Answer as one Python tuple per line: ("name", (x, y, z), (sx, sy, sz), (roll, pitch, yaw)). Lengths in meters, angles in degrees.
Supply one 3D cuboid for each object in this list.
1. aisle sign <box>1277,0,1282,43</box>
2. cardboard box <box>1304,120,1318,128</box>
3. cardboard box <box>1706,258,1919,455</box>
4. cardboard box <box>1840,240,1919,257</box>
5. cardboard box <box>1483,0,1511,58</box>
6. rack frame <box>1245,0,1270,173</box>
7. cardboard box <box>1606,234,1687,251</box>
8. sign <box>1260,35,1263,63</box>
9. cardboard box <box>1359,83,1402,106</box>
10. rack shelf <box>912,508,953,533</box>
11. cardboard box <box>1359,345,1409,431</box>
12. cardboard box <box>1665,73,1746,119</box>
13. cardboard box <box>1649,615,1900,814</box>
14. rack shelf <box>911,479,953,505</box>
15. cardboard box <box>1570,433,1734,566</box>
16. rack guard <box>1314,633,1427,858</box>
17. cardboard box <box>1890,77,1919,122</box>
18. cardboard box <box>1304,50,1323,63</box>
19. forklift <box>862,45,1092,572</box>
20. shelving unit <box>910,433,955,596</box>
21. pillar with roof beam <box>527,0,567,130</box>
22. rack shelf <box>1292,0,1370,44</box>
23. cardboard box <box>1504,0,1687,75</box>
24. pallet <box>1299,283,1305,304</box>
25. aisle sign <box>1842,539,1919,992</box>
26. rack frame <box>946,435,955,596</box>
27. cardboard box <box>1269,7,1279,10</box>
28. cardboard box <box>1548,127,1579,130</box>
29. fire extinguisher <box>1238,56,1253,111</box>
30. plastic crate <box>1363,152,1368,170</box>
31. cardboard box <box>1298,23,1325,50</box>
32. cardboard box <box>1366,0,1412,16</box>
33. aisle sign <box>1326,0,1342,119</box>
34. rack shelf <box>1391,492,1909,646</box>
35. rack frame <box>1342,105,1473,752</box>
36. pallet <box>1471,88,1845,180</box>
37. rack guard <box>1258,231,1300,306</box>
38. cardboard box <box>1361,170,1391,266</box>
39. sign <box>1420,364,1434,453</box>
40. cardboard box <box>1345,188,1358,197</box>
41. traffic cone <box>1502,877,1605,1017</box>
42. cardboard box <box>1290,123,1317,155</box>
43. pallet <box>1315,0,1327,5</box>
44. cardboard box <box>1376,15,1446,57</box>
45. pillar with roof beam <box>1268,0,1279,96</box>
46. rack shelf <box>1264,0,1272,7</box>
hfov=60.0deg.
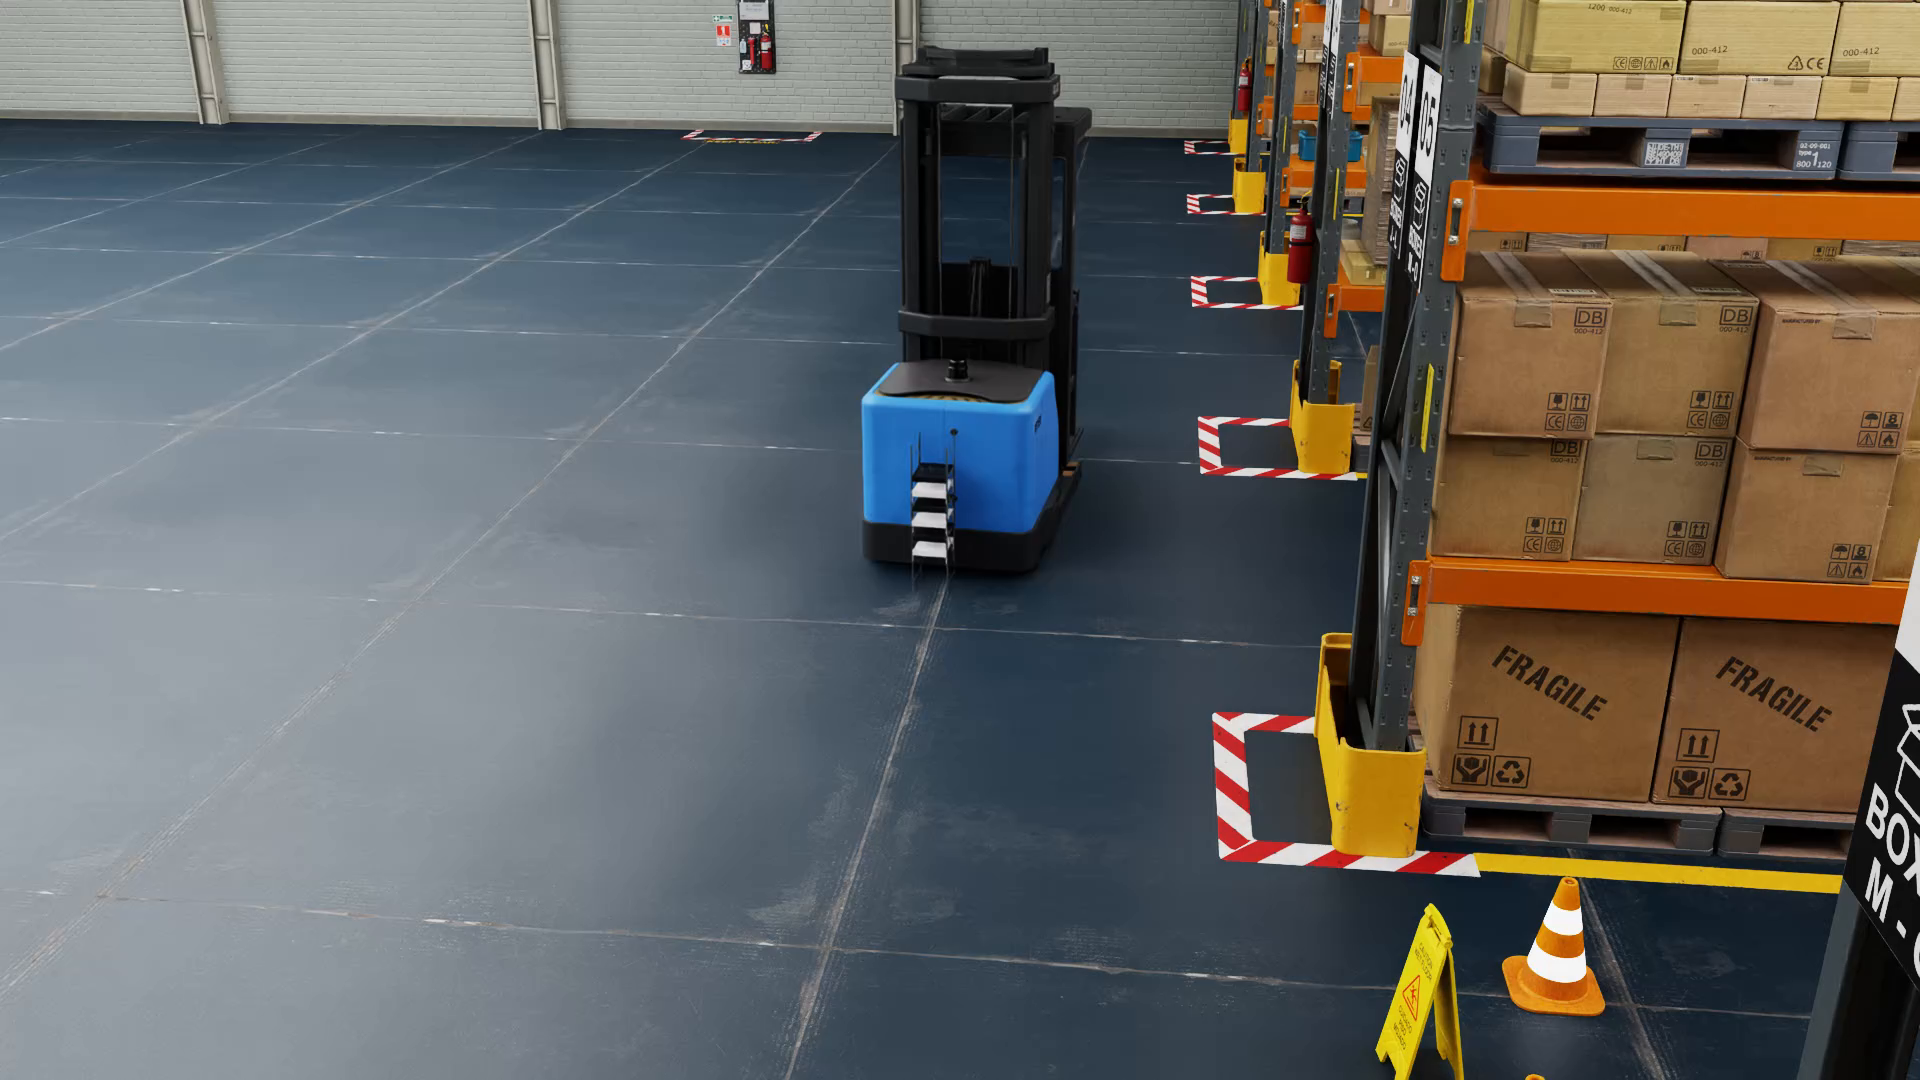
("aisle sign", (3.084, -5.201, 15.980), (0.004, 0.787, 0.394), (2, 22, 6))
("cardboard box", (5.529, -6.364, 25.517), (0.500, 0.311, 0.500), (4, 22, 11))
("cardboard box", (3.315, -0.744, 6.568), (0.550, 0.550, 0.875), (2, 22, 6))
("cardboard box", (6.070, -2.126, 11.197), (0.500, 0.500, 0.875), (2, 22, 6))
("cardboard box", (2.373, -2.052, 6.562), (0.500, 0.250, 0.500), (3, 22, 7))
("rack frame", (3.707, -5.689, 20.750), (0.127, 3.000, 1.000), (2, 22, 6))
("cardboard box", (4.578, -2.182, 11.339), (0.500, 0.500, 0.875), (2, 22, 6))
("sign", (3.636, -5.926, 20.064), (0.005, 0.325, 0.100), (2, 22, 6))
("cardboard box", (5.184, -5.666, 20.556), (0.500, 0.500, 0.700), (3, 22, 7))
("rack shelf", (-0.154, -0.116, 9.601), (0.200, 0.077, 0.258), (4, 22, 10))
("cardboard box", (3.156, -1.072, 11.900), (0.500, 0.500, 0.500), (7, 23, 16))
("cardboard box", (2.658, -1.632, 6.043), (0.250, 0.149, 0.380), (3, 22, 6))
("cardboard box", (3.409, 0.570, 7.238), (0.875, 0.875, 0.875), (2, 22, 5))
("rack shelf", (-0.154, -0.284, 9.534), (0.200, 0.077, 0.258), (4, 22, 10))
("cardboard box", (2.776, -0.320, 6.966), (0.550, 0.550, 0.875), (2, 22, 6))
("rack guard", (1.830, 0.896, 7.494), (0.348, 0.500, 1.175), (2, 22, 6))
("cardboard box", (3.410, -1.599, 5.960), (0.250, 0.149, 0.380), (2, 22, 6))
("cardboard box", (4.334, -5.931, 20.344), (0.250, 0.149, 0.380), (2, 22, 5))
("forklift", (0.223, -1.686, 10.718), (1.130, 2.935, 3.031), (5, 22, 11))
("shelving unit", (-0.154, -0.147, 9.588), (0.210, 0.900, 0.258), (4, 22, 10))
("pillar with roof beam", (-7.340, -9.521, 22.282), (0.400, 9.000, 9.100), (2, 22, 6))
("rack shelf", (5.107, -4.854, 15.538), (4.000, 0.370, 1.077), (2, 22, 6))
("cardboard box", (2.303, -1.856, 6.068), (0.500, 0.250, 0.500), (2, 22, 6))
("pallet", (4.008, -2.561, 16.630), (1.213, 0.211, 1.003), (2, 22, 6))
("aisle sign", (1.344, 0.228, 2.246), (0.004, 0.787, 0.394), (2, 22, 6))
("rack frame", (-0.054, -0.140, 9.570), (0.006, 0.900, 0.240), (4, 22, 10))
("cardboard box", (4.780, -7.843, 25.356), (0.500, 0.500, 0.500), (2, 22, 6))
("cardboard box", (4.044, -2.553, 10.918), (0.500, 0.500, 0.500), (2, 22, 6))
("fire extinguisher", (3.645, -5.828, 21.206), (0.183, 0.674, 0.296), (2, 22, 6))
("plastic crate", (3.972, -3.602, 15.829), (0.250, 0.136, 0.298), (2, 22, 6))
("cardboard box", (4.222, -6.312, 20.424), (0.500, 0.500, 0.700), (3, 22, 6))
("cardboard box", (2.784, -3.487, 10.761), (0.250, 0.149, 0.380), (2, 22, 6))
("aisle sign", (2.441, -3.174, 10.853), (0.004, 0.787, 0.394), (2, 22, 6))
("rack shelf", (3.840, 0.155, 6.946), (4.000, 0.370, 1.077), (2, 22, 6))
("rack frame", (1.854, -0.266, 7.032), (0.127, 3.000, 1.000), (2, 22, 6))
("pallet", (2.592, -1.591, 6.425), (1.213, 0.211, 1.003), (2, 22, 6))
("rack guard", (3.202, -2.732, 16.670), (0.348, 0.500, 1.175), (2, 22, 6))
("cardboard box", (3.081, -2.223, 11.443), (0.500, 0.500, 0.875), (2, 22, 6))
("sign", (1.783, -0.503, 6.347), (0.005, 0.325, 0.100), (2, 22, 6))
("cardboard box", (4.711, -4.481, 20.863), (0.500, 0.250, 0.500), (2, 22, 6))
("traffic cone", (2.214, 1.455, 6.129), (0.334, 0.463, 0.336), (2, 22, 6))
("cardboard box", (4.275, -5.040, 21.256), (0.500, 0.500, 0.500), (2, 22, 6))
("pallet", (3.931, -5.116, 15.478), (1.213, 0.211, 1.003), (2, 22, 6))
("cardboard box", (2.986, -3.282, 10.786), (0.500, 0.250, 0.500), (3, 22, 8))
("pillar with roof beam", (4.577, -9.001, 20.968), (0.400, 9.000, 9.100), (2, 22, 6))
("rack shelf", (5.694, -6.663, 20.112), (4.000, 0.370, 1.077), (2, 22, 6))
